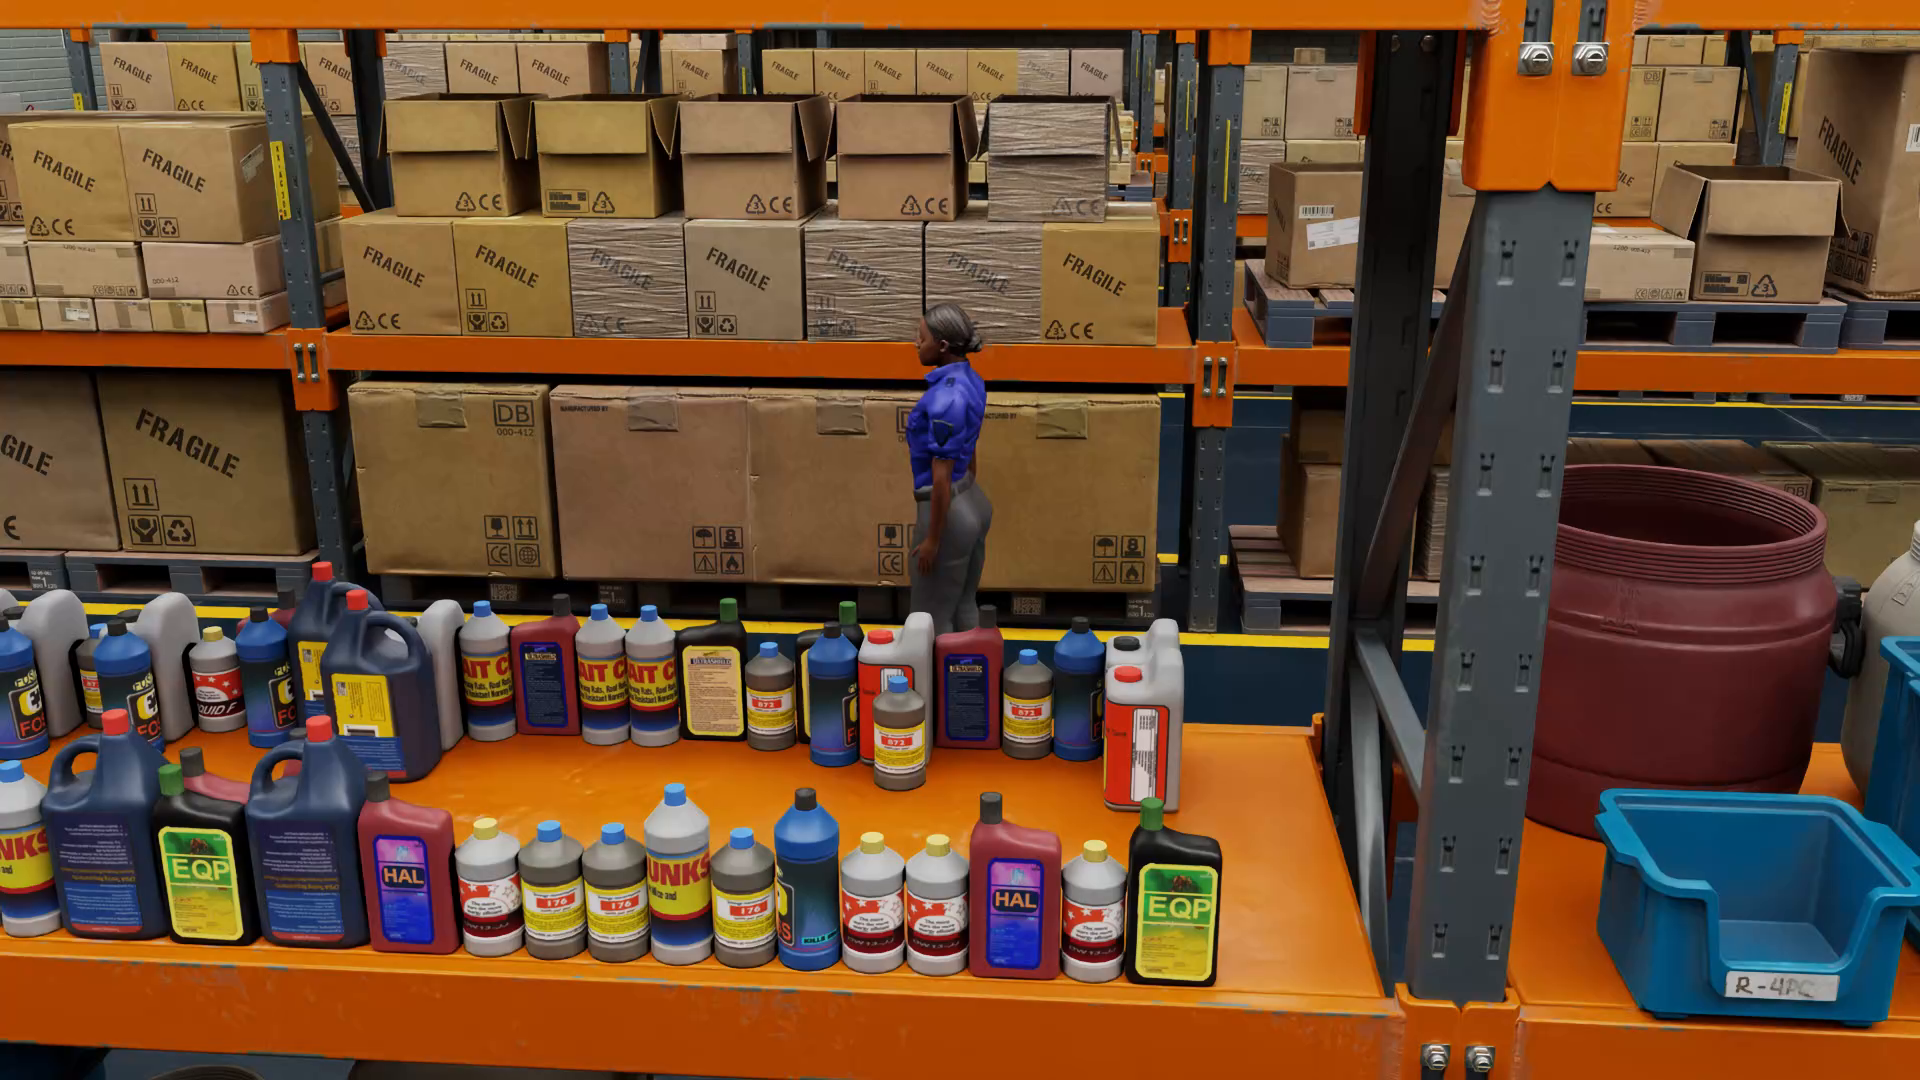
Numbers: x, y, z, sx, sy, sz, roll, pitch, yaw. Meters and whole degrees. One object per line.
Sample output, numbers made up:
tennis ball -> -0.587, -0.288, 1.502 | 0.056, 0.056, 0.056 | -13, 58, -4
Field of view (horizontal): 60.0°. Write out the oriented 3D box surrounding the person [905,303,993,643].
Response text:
person -> -0.072, -0.059, 6.230 | 0.348, 1.667, 0.514 | 5, 18, 14
